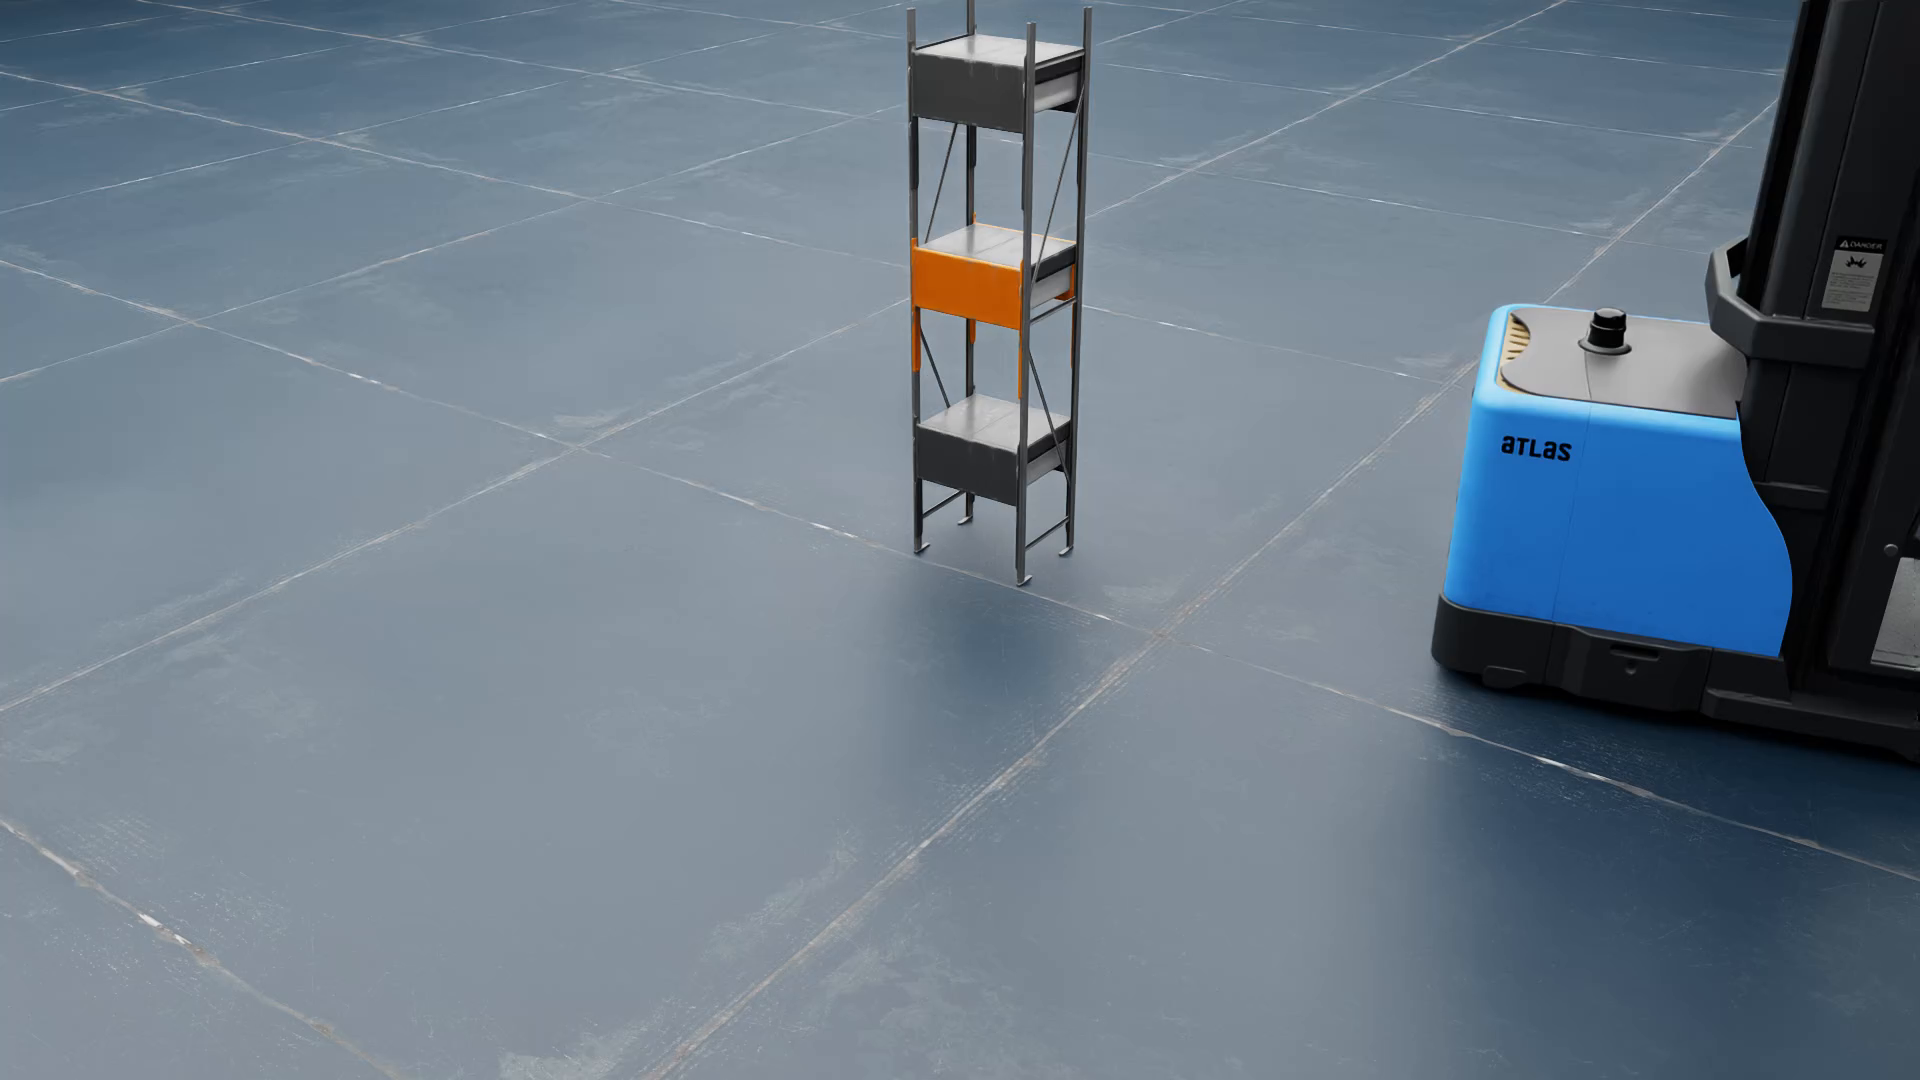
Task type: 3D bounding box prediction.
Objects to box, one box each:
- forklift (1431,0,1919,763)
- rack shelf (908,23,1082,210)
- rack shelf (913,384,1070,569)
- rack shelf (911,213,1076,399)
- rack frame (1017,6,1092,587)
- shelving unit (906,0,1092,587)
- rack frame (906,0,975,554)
[{"bbox_3d":[3.218,-0.801,5.092,3.031,2.935,1.130,9,28,17],"label":"forklift"},{"bbox_3d":[0.136,-1.505,5.879,0.480,0.518,0.431,17,32,30],"label":"rack shelf"},{"bbox_3d":[0.136,-0.257,6.514,0.480,0.518,0.431,17,32,30],"label":"rack shelf"},{"bbox_3d":[0.136,-0.881,6.196,0.480,0.518,0.431,17,32,30],"label":"rack shelf"},{"bbox_3d":[0.338,-0.831,6.067,0.015,2.100,0.400,17,32,30],"label":"rack frame"},{"bbox_3d":[0.136,-0.893,6.190,0.503,2.100,0.431,17,32,30],"label":"shelving unit"},{"bbox_3d":[-0.065,-0.956,6.313,0.015,2.100,0.400,17,32,30],"label":"rack frame"}]
